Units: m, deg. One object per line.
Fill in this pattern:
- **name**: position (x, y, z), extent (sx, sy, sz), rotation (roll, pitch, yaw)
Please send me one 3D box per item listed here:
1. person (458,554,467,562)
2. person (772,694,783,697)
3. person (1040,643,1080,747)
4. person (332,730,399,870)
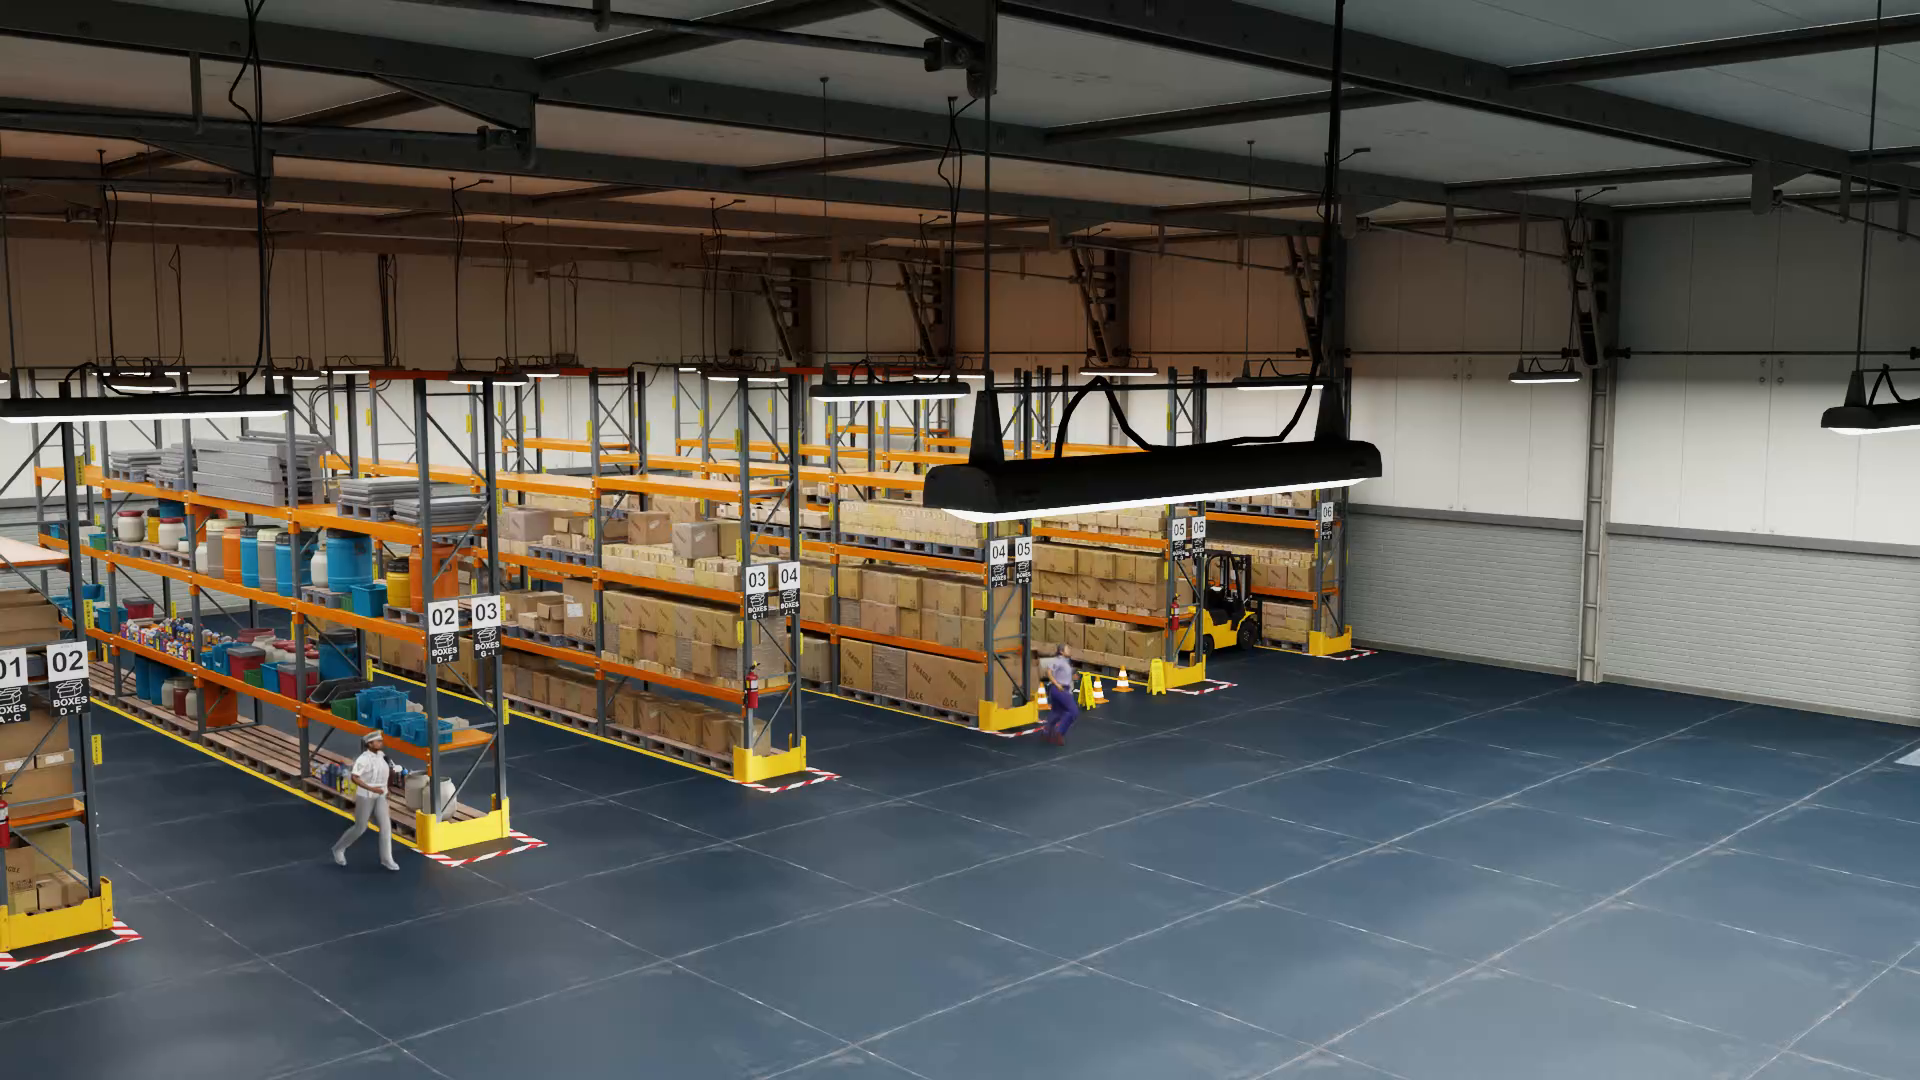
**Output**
- **person**: position (-11.989, 1.048, 39.498), extent (0.739, 1.684, 0.530), rotation (5, 8, 37)
- **person**: position (-3.552, 2.078, 30.701), extent (0.841, 1.572, 0.546), rotation (6, 9, 42)
- **person**: position (1.622, 2.501, 26.962), extent (0.643, 1.634, 0.614), rotation (1, 6, 5)
- **person**: position (-7.242, 3.181, 20.526), extent (0.924, 1.673, 0.660), rotation (3, 7, 23)
